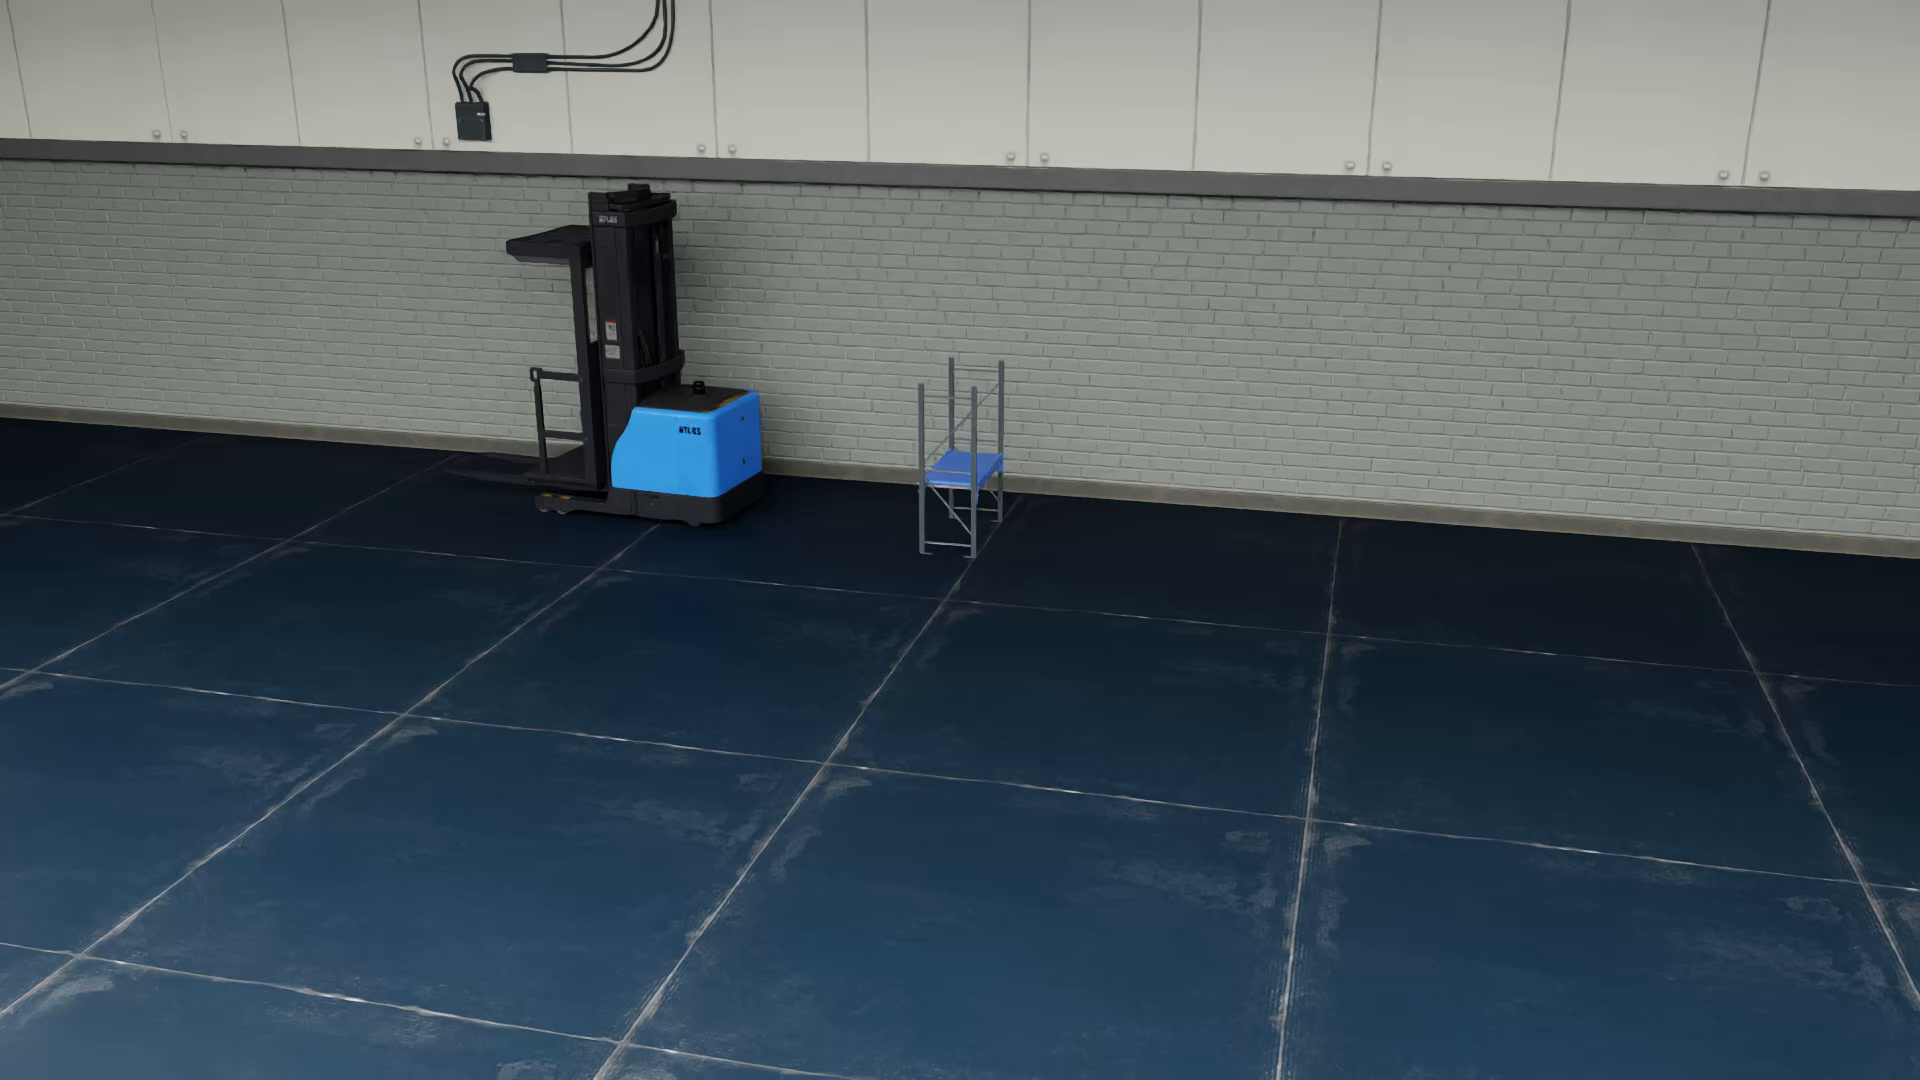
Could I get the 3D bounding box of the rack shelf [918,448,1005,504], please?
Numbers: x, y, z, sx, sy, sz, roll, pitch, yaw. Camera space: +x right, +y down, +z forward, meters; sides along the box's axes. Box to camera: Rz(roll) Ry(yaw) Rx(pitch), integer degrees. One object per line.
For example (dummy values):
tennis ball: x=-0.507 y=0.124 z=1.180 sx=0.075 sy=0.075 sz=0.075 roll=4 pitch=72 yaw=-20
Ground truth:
rack shelf: x=0.021 y=-0.566 z=14.582 sx=0.538 sy=0.185 sz=1.000 roll=5 pitch=19 yaw=13

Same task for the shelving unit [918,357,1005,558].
shelving unit: x=0.021 y=-0.736 z=14.523 sx=0.538 sy=1.500 sz=1.048 roll=5 pitch=19 yaw=13

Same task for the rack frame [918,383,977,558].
rack frame: x=-0.103 y=-0.577 z=14.057 sx=0.500 sy=1.500 sz=0.032 roll=5 pitch=19 yaw=13

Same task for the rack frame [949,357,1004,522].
rack frame: x=0.145 y=-0.896 z=14.990 sx=0.500 sy=1.500 sz=0.032 roll=5 pitch=19 yaw=13

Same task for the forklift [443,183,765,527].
forklift: x=-3.422 y=-1.779 z=15.362 sx=3.031 sy=2.935 sz=1.130 roll=7 pitch=20 yaw=18
